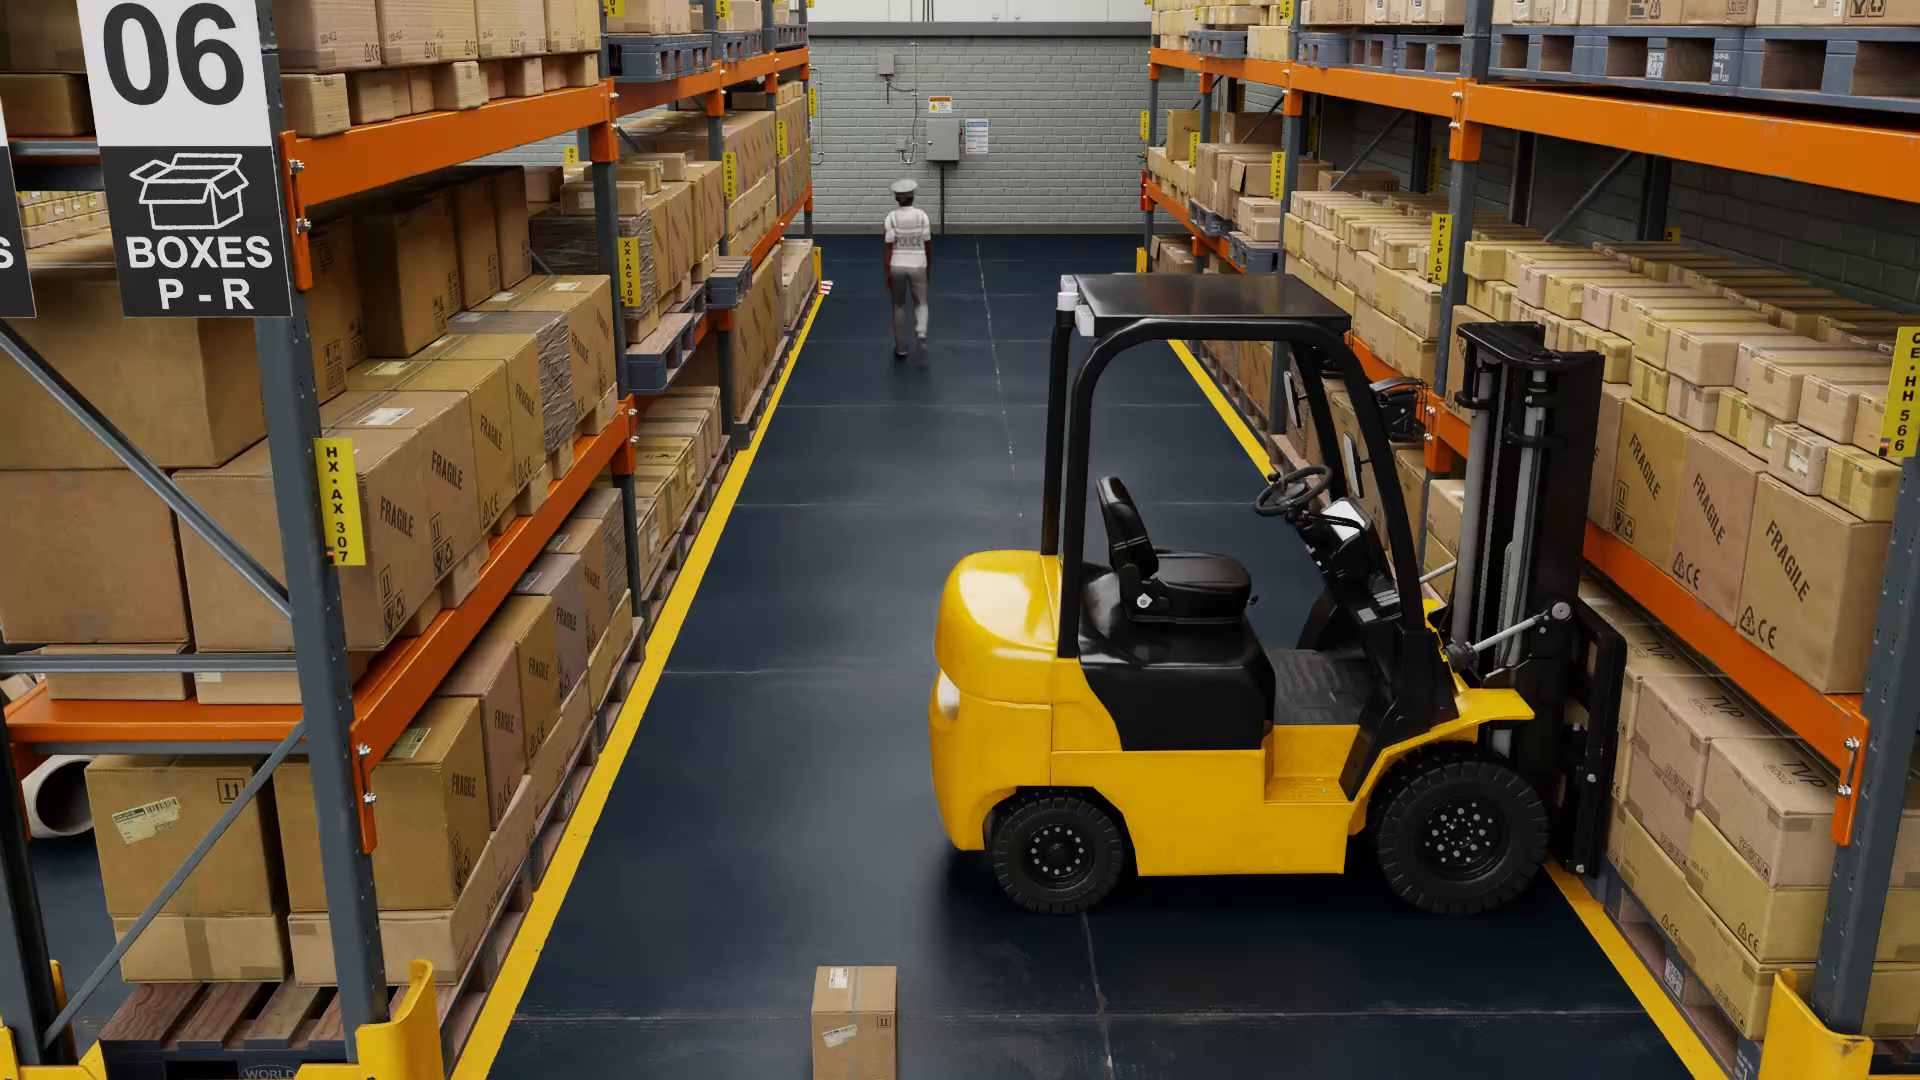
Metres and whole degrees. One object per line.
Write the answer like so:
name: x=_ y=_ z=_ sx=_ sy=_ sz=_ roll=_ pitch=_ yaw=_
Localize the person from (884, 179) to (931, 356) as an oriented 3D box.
person: x=-0.490 y=-2.537 z=15.632 sx=0.450 sy=1.661 sz=0.749 roll=-1 pitch=17 yaw=-3
